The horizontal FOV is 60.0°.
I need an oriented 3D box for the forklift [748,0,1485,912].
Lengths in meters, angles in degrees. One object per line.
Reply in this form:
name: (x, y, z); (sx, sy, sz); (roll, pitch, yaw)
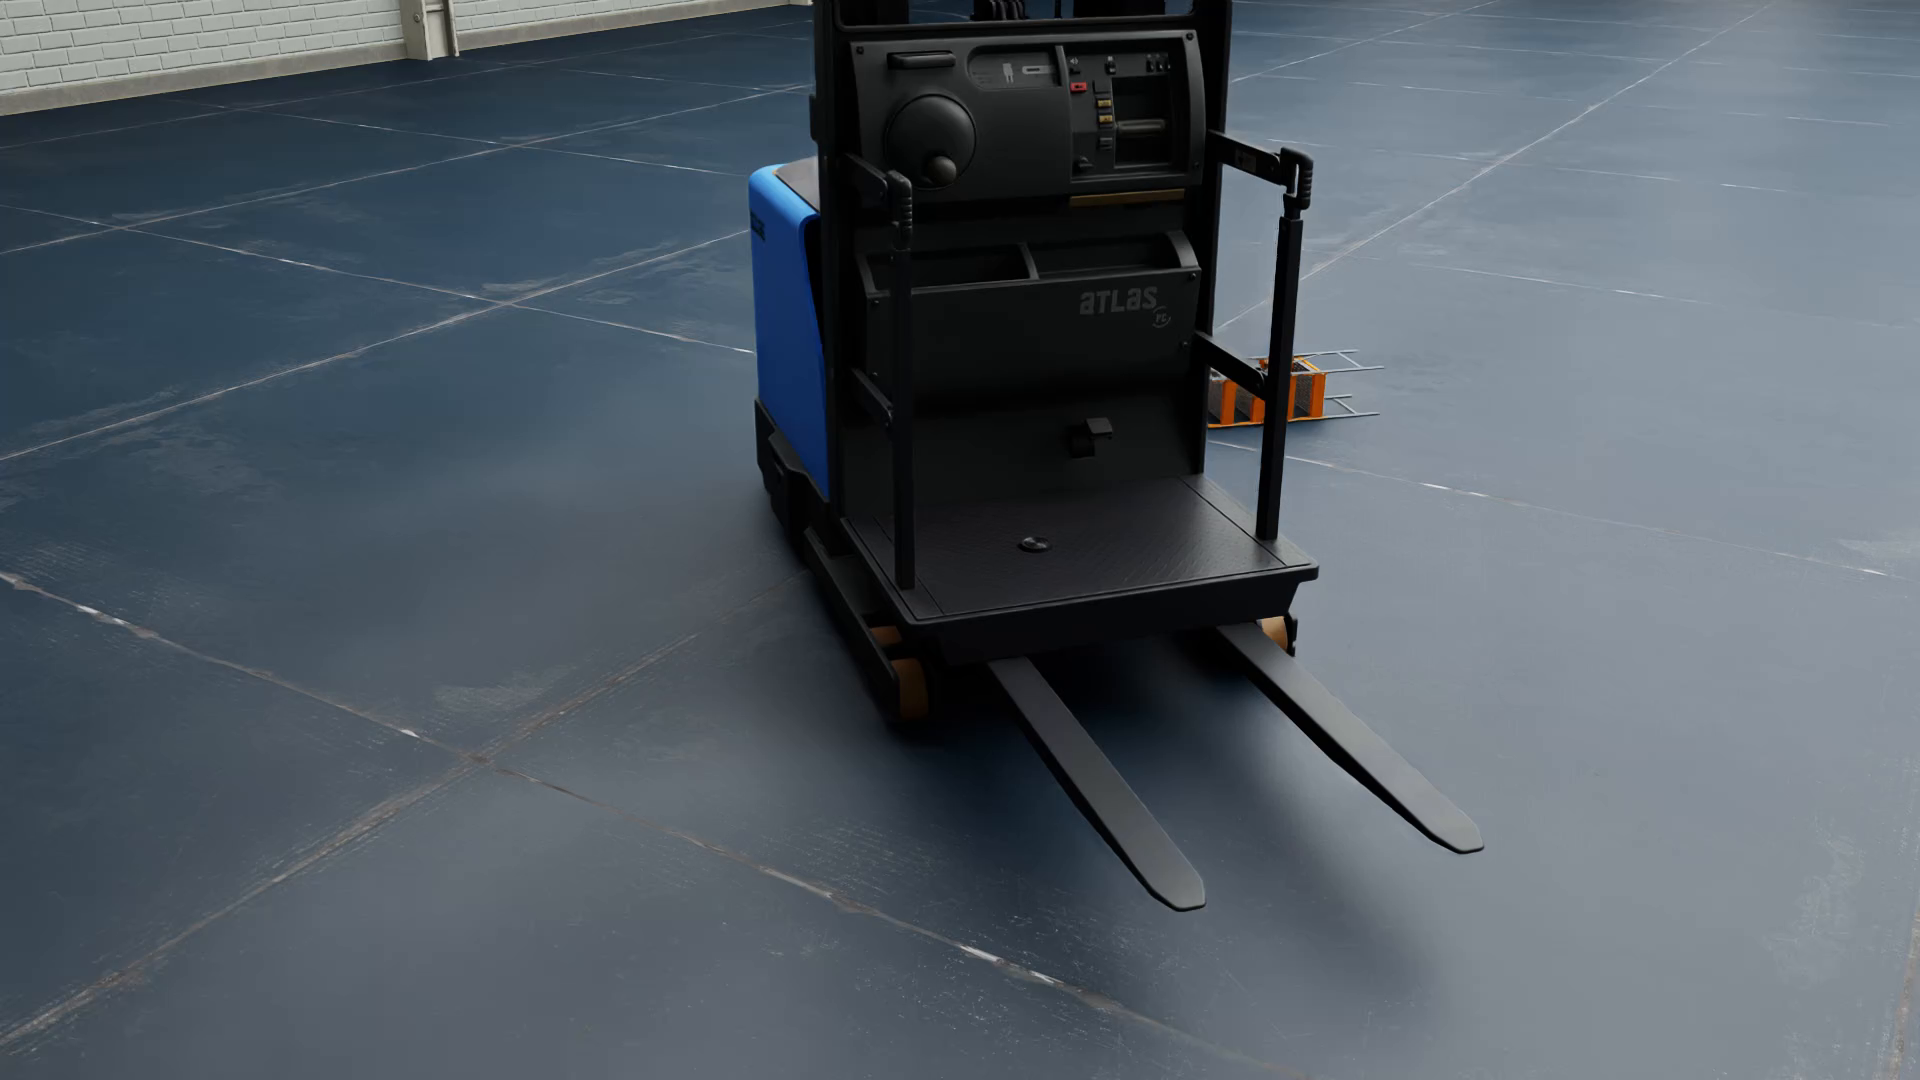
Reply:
forklift: (0.251, -1.064, 4.018); (1.130, 2.935, 3.031); (-7, 24, -17)

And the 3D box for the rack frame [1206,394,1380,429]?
rack frame: (0.992, -0.473, 6.325); (1.200, 0.006, 0.240); (-5, 24, -13)

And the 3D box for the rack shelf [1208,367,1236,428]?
rack shelf: (0.950, -0.553, 6.279); (0.103, 0.180, 0.258); (-5, 24, -13)

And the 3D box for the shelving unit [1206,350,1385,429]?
shelving unit: (0.993, -0.557, 6.289); (1.200, 0.189, 0.258); (-5, 24, -13)

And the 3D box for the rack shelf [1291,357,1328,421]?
rack shelf: (1.299, -0.585, 6.360); (0.103, 0.180, 0.258); (-5, 24, -13)

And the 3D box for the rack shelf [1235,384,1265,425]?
rack shelf: (1.066, -0.564, 6.306); (0.103, 0.180, 0.258); (-5, 24, -13)

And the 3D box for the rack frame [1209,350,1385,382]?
rack frame: (0.993, -0.641, 6.253); (1.200, 0.006, 0.240); (-5, 24, -13)

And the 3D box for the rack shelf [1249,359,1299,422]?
rack shelf: (1.183, -0.574, 6.333); (0.103, 0.180, 0.258); (-5, 24, -13)

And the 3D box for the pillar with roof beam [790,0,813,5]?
pillar with roof beam: (1.760, -9.892, 16.773); (9.100, 9.000, 0.400); (14, 27, 29)

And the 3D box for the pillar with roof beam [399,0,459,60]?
pillar with roof beam: (-1.405, -7.867, 12.095); (9.100, 9.000, 0.400); (14, 27, 29)
